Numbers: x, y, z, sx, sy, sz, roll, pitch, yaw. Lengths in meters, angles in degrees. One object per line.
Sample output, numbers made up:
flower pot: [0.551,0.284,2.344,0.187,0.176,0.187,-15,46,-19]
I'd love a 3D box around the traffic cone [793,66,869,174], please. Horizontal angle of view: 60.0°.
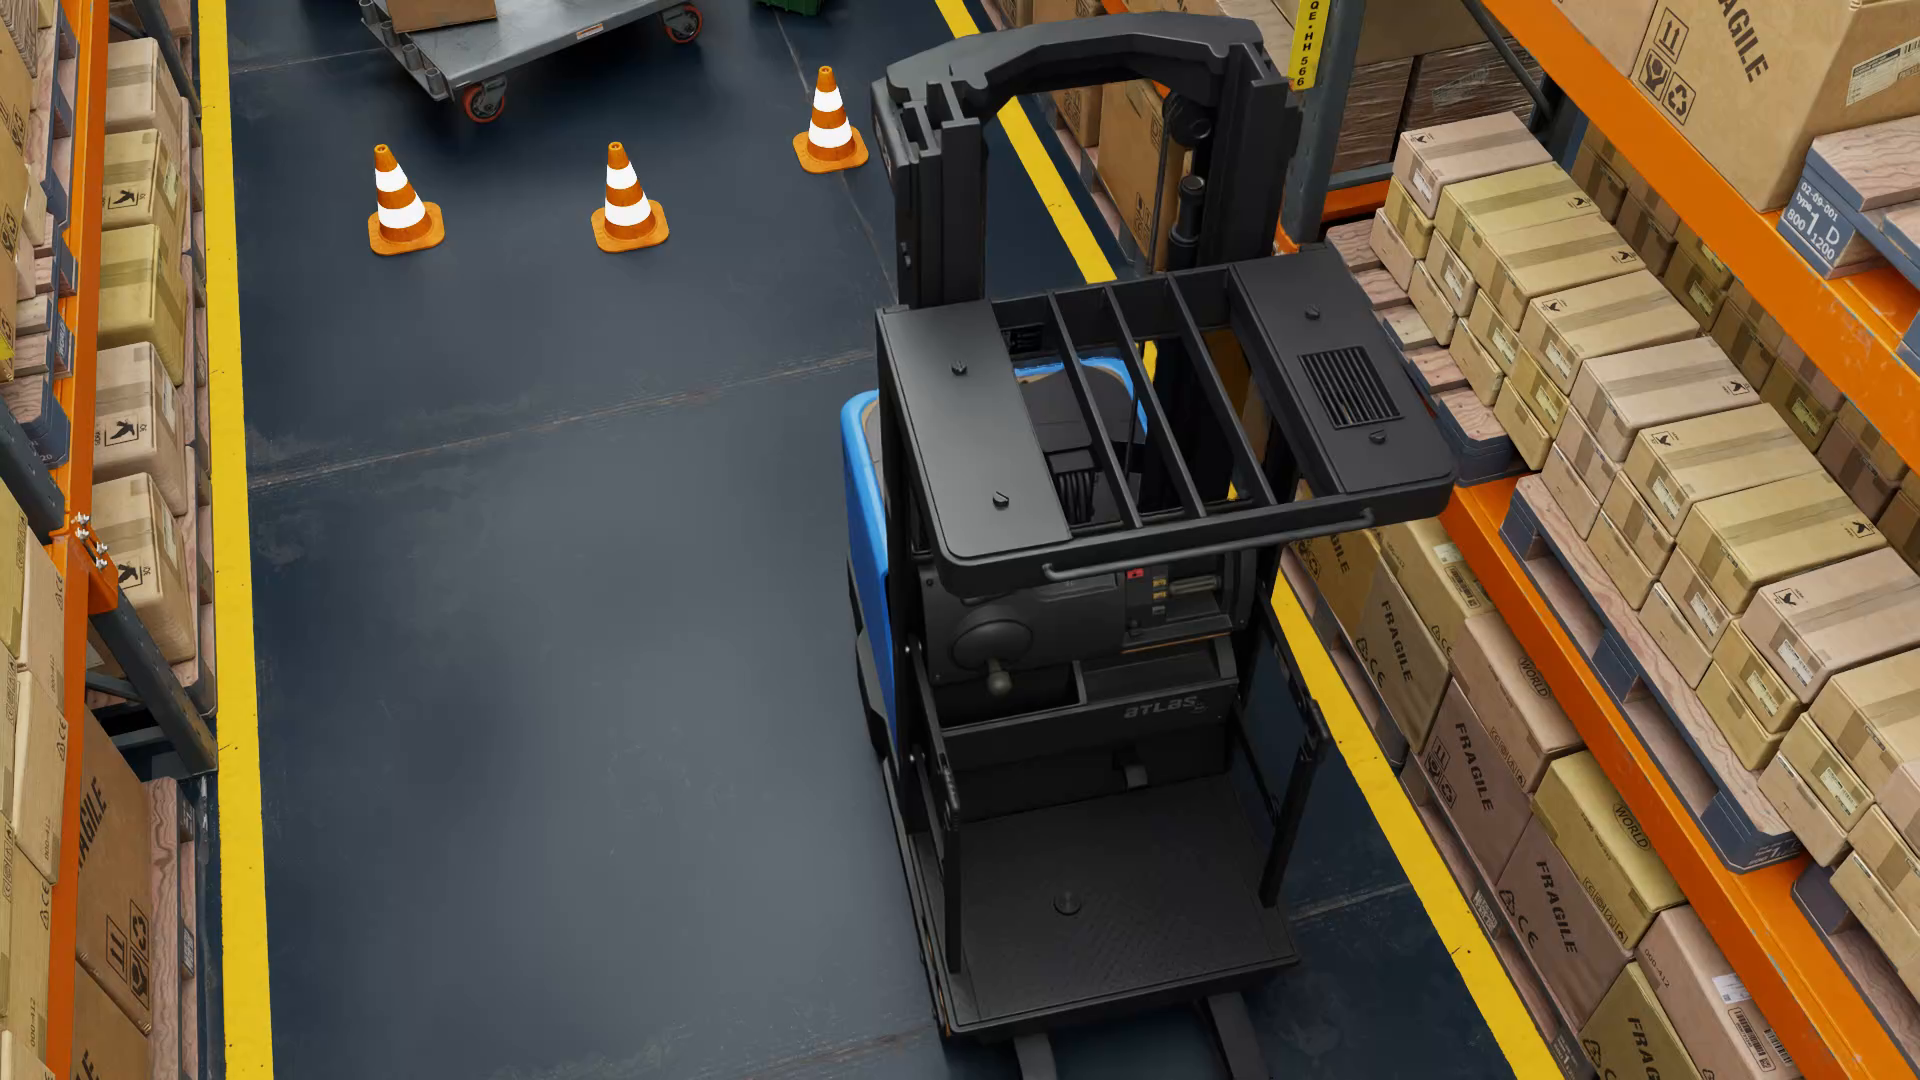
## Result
traffic cone: [-0.634,-2.059,7.973,0.336,0.463,0.334,-13,51,-11]

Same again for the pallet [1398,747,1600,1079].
pallet: [2.182,1.083,5.489,1.003,0.211,1.213,-13,51,-11]

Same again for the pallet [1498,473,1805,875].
pallet: [2.220,0.222,4.516,1.003,0.211,1.213,-13,51,-11]

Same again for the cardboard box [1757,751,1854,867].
cardboard box: [2.161,0.588,3.971,0.380,0.149,0.250,-15,52,-13]

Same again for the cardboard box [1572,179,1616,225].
cardboard box: [2.180,-1.074,5.373,0.380,0.149,0.250,-13,51,-10]

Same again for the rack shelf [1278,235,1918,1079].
rack shelf: [2.187,0.416,4.697,1.077,0.370,4.000,-13,51,-11]

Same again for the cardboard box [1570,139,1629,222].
cardboard box: [2.176,-1.169,5.258,0.380,0.149,0.250,-12,51,-10]

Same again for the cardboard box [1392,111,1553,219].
cardboard box: [1.548,-1.138,5.038,0.380,0.149,0.250,-13,51,-11]

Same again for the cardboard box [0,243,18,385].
cardboard box: [-3.016,-0.728,4.657,0.500,0.500,0.500,-15,51,-12]

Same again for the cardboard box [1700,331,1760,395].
cardboard box: [2.399,-0.522,4.907,0.380,0.149,0.250,-14,51,-11]

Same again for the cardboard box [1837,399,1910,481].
cardboard box: [2.558,-0.323,4.351,0.380,0.149,0.250,-11,51,-9]

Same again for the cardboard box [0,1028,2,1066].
cardboard box: [-2.238,1.222,3.318,0.500,0.250,0.500,-15,51,-12]

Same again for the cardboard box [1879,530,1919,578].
cardboard box: [2.638,0.062,4.415,0.380,0.149,0.250,-15,52,-13]

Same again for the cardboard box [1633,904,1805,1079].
cardboard box: [2.177,1.209,4.429,0.500,0.250,0.500,-11,51,-9]

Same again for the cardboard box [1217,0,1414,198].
cardboard box: [1.205,-1.577,5.842,0.500,0.500,0.500,-13,51,-11]

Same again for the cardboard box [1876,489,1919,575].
cardboard box: [2.636,-0.039,4.305,0.380,0.149,0.250,-14,51,-12]

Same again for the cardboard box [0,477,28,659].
cardboard box: [-2.718,0.100,4.264,0.500,0.250,0.500,-13,51,-11]

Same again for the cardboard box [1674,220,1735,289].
cardboard box: [2.328,-0.893,4.831,0.380,0.149,0.250,-12,51,-10]

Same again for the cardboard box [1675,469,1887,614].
cardboard box: [2.007,0.002,4.077,0.380,0.149,0.250,-14,51,-11]

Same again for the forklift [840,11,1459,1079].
forklift: [0.404,0.283,4.384,1.130,2.935,3.031,-10,51,-8]

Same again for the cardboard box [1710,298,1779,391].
cardboard box: [2.411,-0.600,4.778,0.380,0.149,0.250,-13,51,-11]

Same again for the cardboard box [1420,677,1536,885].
cardboard box: [1.869,0.709,5.341,0.500,0.500,0.500,-14,51,-12]

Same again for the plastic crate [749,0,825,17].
plastic crate: [-0.891,-3.141,9.027,0.450,0.188,0.662,16,51,0]

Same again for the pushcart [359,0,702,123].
pushcart: [-2.123,-2.712,8.579,1.648,0.377,0.936,-30,56,-23]

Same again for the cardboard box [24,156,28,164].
cardboard box: [-3.318,-1.205,5.484,0.380,0.149,0.250,-11,51,-9]

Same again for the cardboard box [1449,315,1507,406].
cardboard box: [1.694,-0.565,4.944,0.380,0.149,0.250,-11,51,-9]

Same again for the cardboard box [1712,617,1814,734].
cardboard box: [2.078,0.287,4.031,0.380,0.149,0.250,-13,51,-11]

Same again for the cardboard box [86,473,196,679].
cardboard box: [-3.261,0.213,5.842,0.950,0.372,0.625,-16,52,-13]

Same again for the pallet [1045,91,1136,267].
pallet: [1.077,-1.860,7.969,1.003,0.211,1.213,-13,51,-11]

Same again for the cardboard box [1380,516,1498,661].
cardboard box: [1.718,0.081,5.379,0.500,0.250,0.500,-14,51,-11]

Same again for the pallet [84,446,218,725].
pallet: [-3.333,0.244,6.195,1.003,0.211,1.213,-13,51,-11]

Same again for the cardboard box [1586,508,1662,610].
cardboard box: [1.929,0.010,4.459,0.380,0.149,0.250,-13,51,-10]

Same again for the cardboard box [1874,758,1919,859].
cardboard box: [2.240,0.573,3.595,0.380,0.149,0.250,-13,51,-11]

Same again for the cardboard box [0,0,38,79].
cardboard box: [-3.480,-1.860,5.611,0.500,0.500,0.500,-15,52,-12]

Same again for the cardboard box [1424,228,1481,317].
cardboard box: [1.628,-0.830,4.973,0.380,0.149,0.250,-11,51,-9]

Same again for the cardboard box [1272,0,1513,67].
cardboard box: [1.472,-1.961,5.511,0.700,0.500,0.500,-14,51,-11]

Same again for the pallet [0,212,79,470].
pallet: [-3.416,-0.518,5.140,1.213,0.211,1.003,-13,51,-11]

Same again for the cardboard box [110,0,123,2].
cardboard box: [-4.203,-2.987,8.130,0.500,0.500,0.500,-11,51,-9]

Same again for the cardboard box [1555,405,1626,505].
cardboard box: [1.858,-0.270,4.500,0.380,0.149,0.250,-13,51,-11]

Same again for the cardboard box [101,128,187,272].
cardboard box: [-3.913,-1.386,7.190,0.950,0.372,0.625,-10,51,-9]

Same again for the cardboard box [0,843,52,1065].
cardboard box: [-2.406,1.017,3.819,0.500,0.250,0.500,-14,51,-11]

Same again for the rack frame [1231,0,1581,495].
rack frame: [1.595,-1.276,5.654,1.000,3.000,0.127,-13,51,-11]

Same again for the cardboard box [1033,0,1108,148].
cardboard box: [0.963,-2.469,7.856,1.050,0.750,0.750,-13,51,-11]

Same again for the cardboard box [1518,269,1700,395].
cardboard box: [1.775,-0.572,4.560,0.380,0.149,0.250,-15,52,-12]

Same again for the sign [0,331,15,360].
sign: [-2.574,-0.584,4.313,0.100,0.325,0.005,-13,51,-11]
